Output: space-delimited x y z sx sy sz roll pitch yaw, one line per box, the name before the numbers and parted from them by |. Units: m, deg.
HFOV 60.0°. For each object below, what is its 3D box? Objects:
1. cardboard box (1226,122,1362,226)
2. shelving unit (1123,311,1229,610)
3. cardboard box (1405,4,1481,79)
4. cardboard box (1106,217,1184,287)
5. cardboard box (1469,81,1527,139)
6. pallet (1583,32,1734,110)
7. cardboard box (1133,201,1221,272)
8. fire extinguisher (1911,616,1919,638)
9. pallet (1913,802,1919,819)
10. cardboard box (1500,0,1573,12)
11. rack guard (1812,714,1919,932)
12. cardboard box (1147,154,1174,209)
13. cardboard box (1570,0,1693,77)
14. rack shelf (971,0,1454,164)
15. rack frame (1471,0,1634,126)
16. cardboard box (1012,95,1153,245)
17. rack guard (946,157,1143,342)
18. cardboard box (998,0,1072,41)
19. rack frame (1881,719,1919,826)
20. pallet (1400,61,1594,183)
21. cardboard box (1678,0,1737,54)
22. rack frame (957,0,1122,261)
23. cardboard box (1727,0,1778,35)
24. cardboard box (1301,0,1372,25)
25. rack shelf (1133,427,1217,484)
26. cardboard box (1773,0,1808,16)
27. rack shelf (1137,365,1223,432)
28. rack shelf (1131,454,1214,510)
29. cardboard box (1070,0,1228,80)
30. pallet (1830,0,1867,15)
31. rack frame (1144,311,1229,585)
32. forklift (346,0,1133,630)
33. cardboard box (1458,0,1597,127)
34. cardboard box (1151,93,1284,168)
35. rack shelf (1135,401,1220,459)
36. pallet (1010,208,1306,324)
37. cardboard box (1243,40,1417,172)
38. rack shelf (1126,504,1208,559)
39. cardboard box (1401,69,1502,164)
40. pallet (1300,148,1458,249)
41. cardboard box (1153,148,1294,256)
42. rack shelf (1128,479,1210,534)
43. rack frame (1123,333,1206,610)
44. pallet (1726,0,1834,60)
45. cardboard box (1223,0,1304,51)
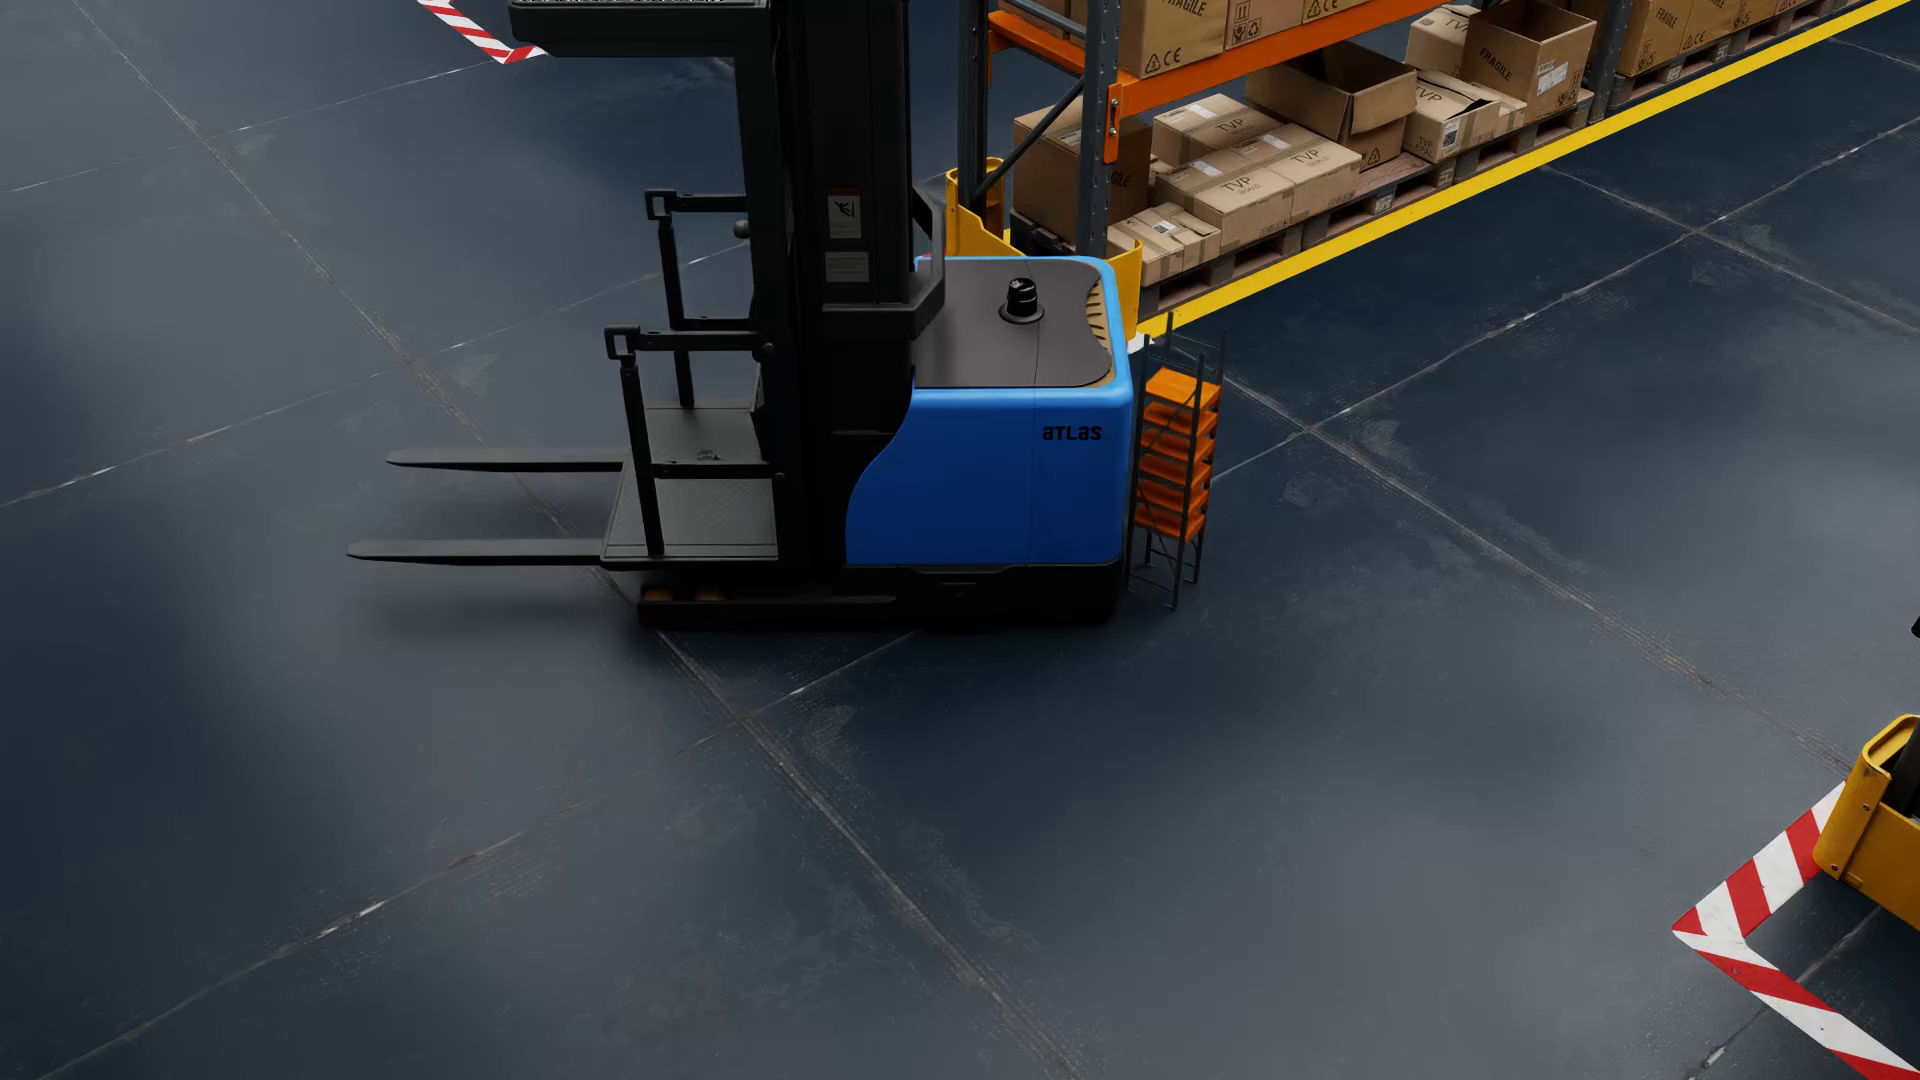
cardboard box | 1.733 -1.922 8.712 0.500 0.250 0.500 -26 46 -28
shelving unit | 0.807 -0.278 6.305 0.258 1.200 0.189 22 44 25
cardboard box | 3.043 -2.984 9.959 0.500 0.311 0.500 -26 46 -28
cardboard box | 0.878 -1.418 8.177 0.250 0.149 0.380 -26 46 -28
cardboard box | 2.968 -2.437 9.419 0.250 0.149 0.380 -26 46 -28
pallet | 4.130 -3.162 10.601 1.213 0.211 1.003 -26 46 -28
cardboard box | 1.076 -1.521 8.290 0.250 0.166 0.380 -26 46 -28
fire extinguisher | 2.957 0.129 4.746 0.183 0.674 0.296 -26 46 -28
pallet | 3.944 0.859 5.700 1.213 0.211 1.003 -26 46 -28
cardboard box | 3.724 -3.445 10.372 0.500 0.500 0.500 -26 46 -28
rack guard | 3.339 1.105 5.173 0.348 0.500 1.175 -26 46 -28
cardboard box | 0.993 -1.881 8.728 0.250 0.166 0.380 -26 46 -28
cardboard box | 4.040 -3.175 10.042 0.500 0.500 0.500 -28 47 -30
rack shelf | 1.922 -2.856 8.596 4.000 0.370 1.077 -26 46 -28
rack frame | 3.508 -3.907 9.311 0.127 3.000 1.000 -26 46 -28
cardboard box | 0.617 -1.898 8.487 0.500 0.500 0.500 -26 46 -28
rack guard | 0.397 -1.424 8.255 0.348 0.500 1.175 -26 46 -28
cardboard box | 0.526 -2.709 7.772 0.500 0.500 0.500 -25 45 -27
rack frame | 3.358 0.129 4.391 0.127 3.000 1.000 -26 46 -28
pallet | 2.963 -2.564 9.872 1.213 0.211 1.003 -26 46 -28
cardboard box | 4.456 -3.387 10.300 0.500 0.500 0.500 -25 46 -28
rack frame | 0.336 -2.361 7.426 0.127 3.000 1.000 -26 46 -28
cardboard box | 4.857 -3.576 10.531 0.500 0.500 0.500 -25 46 -28
cardboard box | 1.654 -2.833 7.923 0.500 0.500 0.500 -26 46 -28
rack shelf | 0.807 -0.336 6.257 0.258 0.103 0.180 22 44 25
cardboard box | 5.258 -3.771 10.769 0.500 0.500 0.500 -28 47 -30
rack shelf | 0.807 -0.522 6.105 0.258 0.103 0.180 22 44 25
rack shelf | 0.807 -0.243 6.333 0.258 0.103 0.180 22 44 25
cardboard box | 0.849 -2.438 7.442 0.500 0.500 0.500 -25 46 -27
pallet | 6.064 -4.105 11.751 1.213 0.211 1.003 -26 46 -28
rack frame | 0.856 -0.326 6.365 0.240 1.200 0.006 22 44 25
forklift | -0.887 -1.122 5.970 3.031 2.935 1.130 0 39 0
cardboard box | 3.229 -2.748 9.522 0.500 0.500 0.500 -26 46 -28
cardboard box | 1.389 -2.154 8.995 0.500 0.250 0.500 -26 46 -28
rack shelf | 0.807 -0.429 6.181 0.258 0.103 0.180 22 44 25
pallet | 1.028 -1.621 8.723 1.213 0.211 1.003 -26 46 -28
cardboard box | 2.021 -2.383 9.075 0.637 0.503 0.797 -26 46 -28
rack shelf | 0.806 -0.058 6.485 0.258 0.103 0.180 22 44 25
cardboard box | 2.634 -2.385 9.228 0.500 0.311 0.500 -26 46 -28
pallet | 1.995 -2.089 9.294 1.213 0.211 1.003 -26 46 -28
cardboard box | 1.337 -1.729 8.476 0.500 0.250 0.500 -26 46 -28
rack shelf | 0.806 -0.150 6.409 0.258 0.103 0.180 22 44 25
rack frame | 0.757 -0.229 6.246 0.240 1.200 0.006 22 44 25
pallet | 5.098 -3.636 11.179 1.213 0.211 1.003 -26 46 -28
cardboard box | 1.255 -2.640 7.688 0.500 0.500 0.500 -26 46 -28
